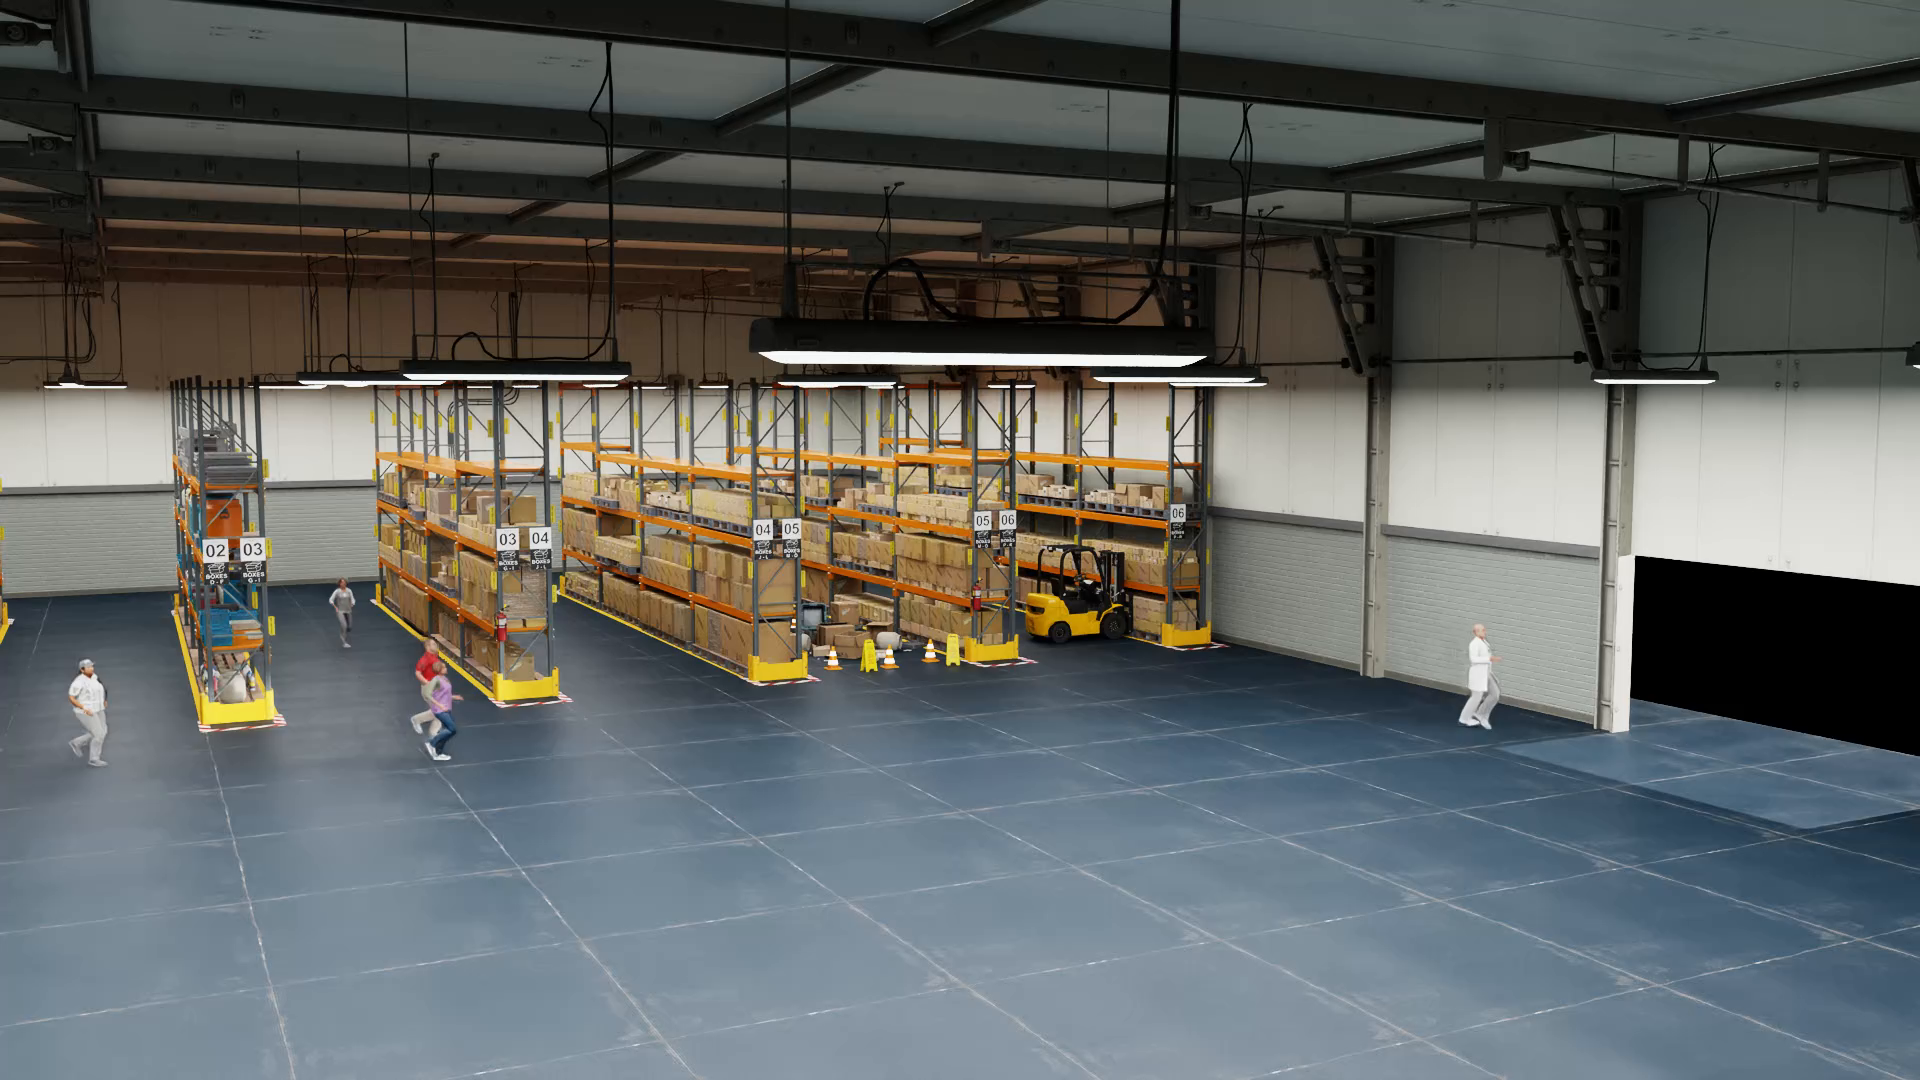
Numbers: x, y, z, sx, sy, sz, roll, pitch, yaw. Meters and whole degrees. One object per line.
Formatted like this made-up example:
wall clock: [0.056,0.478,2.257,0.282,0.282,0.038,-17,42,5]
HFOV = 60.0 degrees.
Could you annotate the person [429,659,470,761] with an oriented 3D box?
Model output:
person: [-7.902,2.637,25.784,0.600,1.576,0.521,0,5,-1]

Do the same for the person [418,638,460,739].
person: [-8.542,2.451,27.364,0.589,1.684,0.661,0,5,0]

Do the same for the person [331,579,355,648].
person: [-13.792,1.638,37.251,0.533,1.548,0.564,-4,7,-39]

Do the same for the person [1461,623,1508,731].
person: [8.933,2.327,28.255,0.813,1.843,0.689,5,7,42]

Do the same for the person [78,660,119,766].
person: [-13.276,2.650,25.556,0.526,1.636,0.607,0,5,4]
